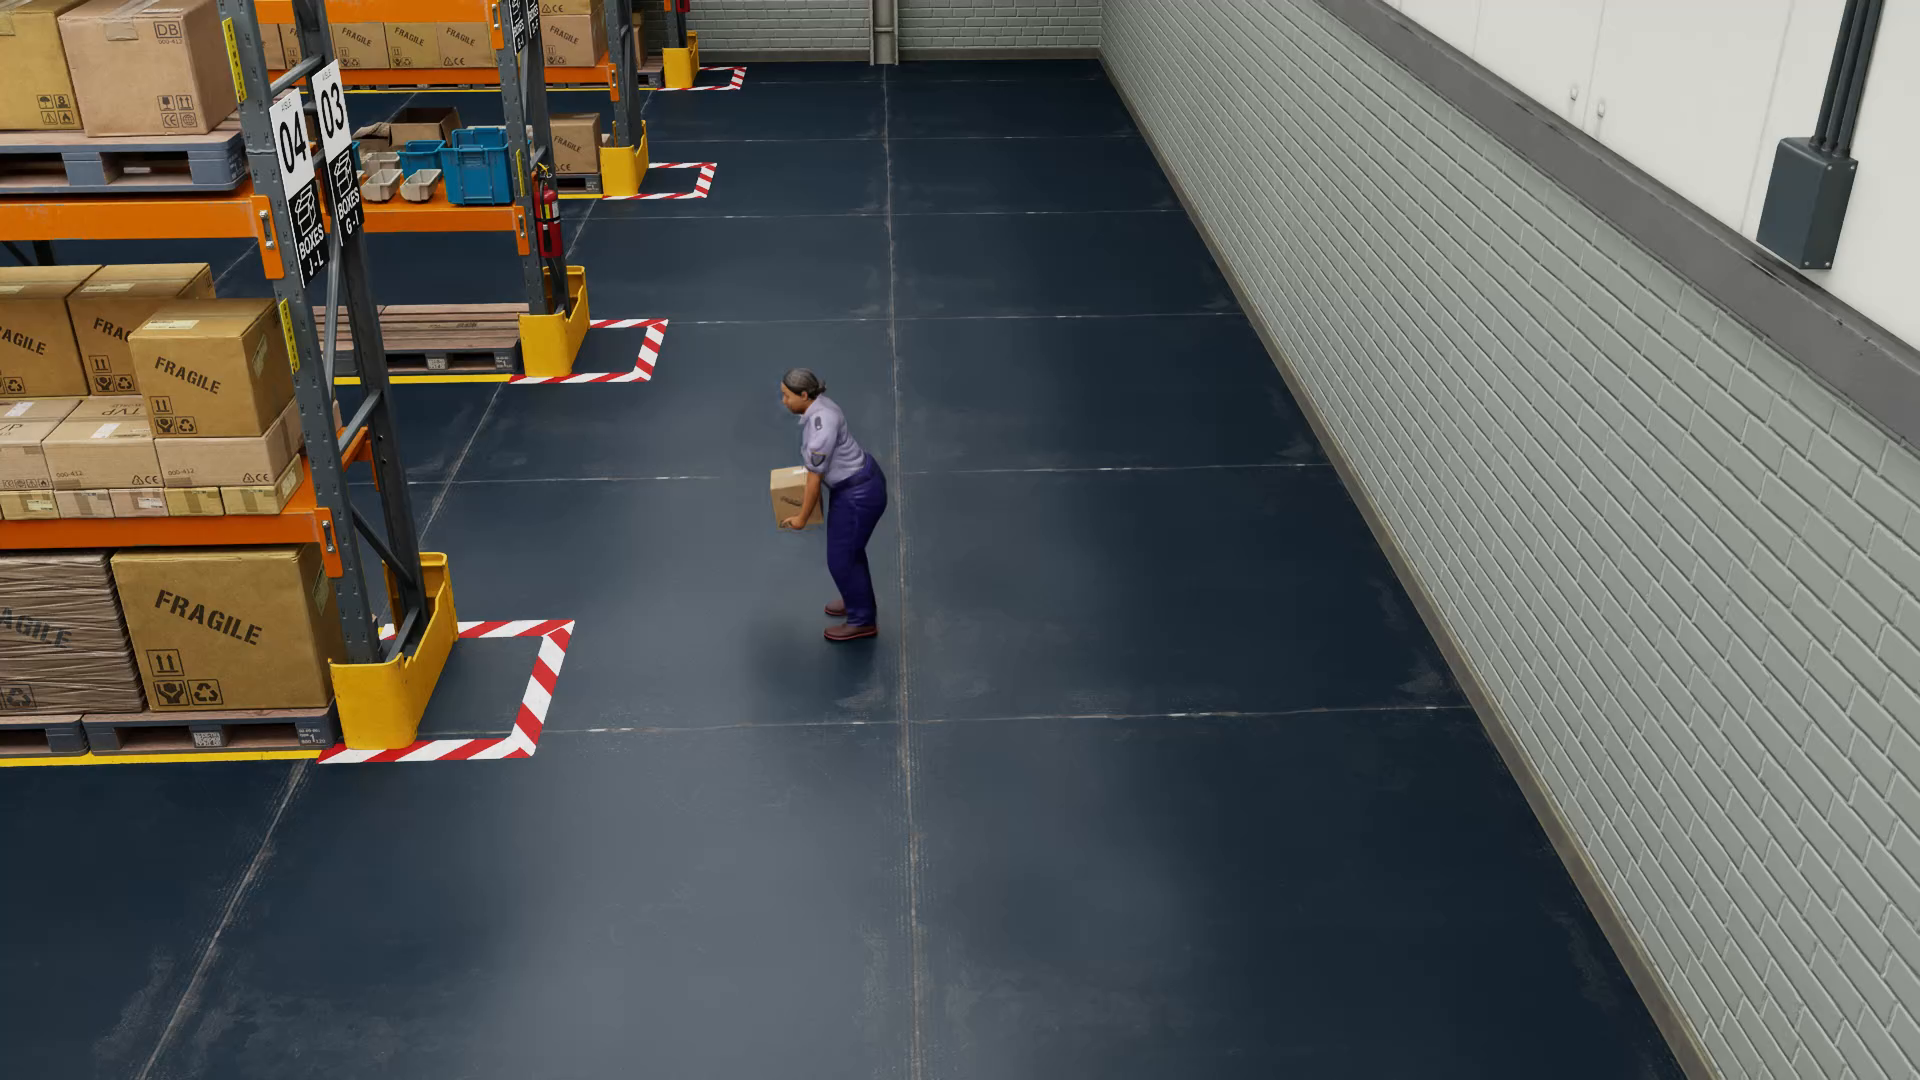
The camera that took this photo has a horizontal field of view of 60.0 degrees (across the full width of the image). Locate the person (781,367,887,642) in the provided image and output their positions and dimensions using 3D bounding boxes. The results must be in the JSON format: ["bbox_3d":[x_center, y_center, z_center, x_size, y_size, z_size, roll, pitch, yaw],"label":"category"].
[{"bbox_3d":[-0.688,-0.212,9.135,0.577,1.568,0.438,-2,28,-4],"label":"person"}]
